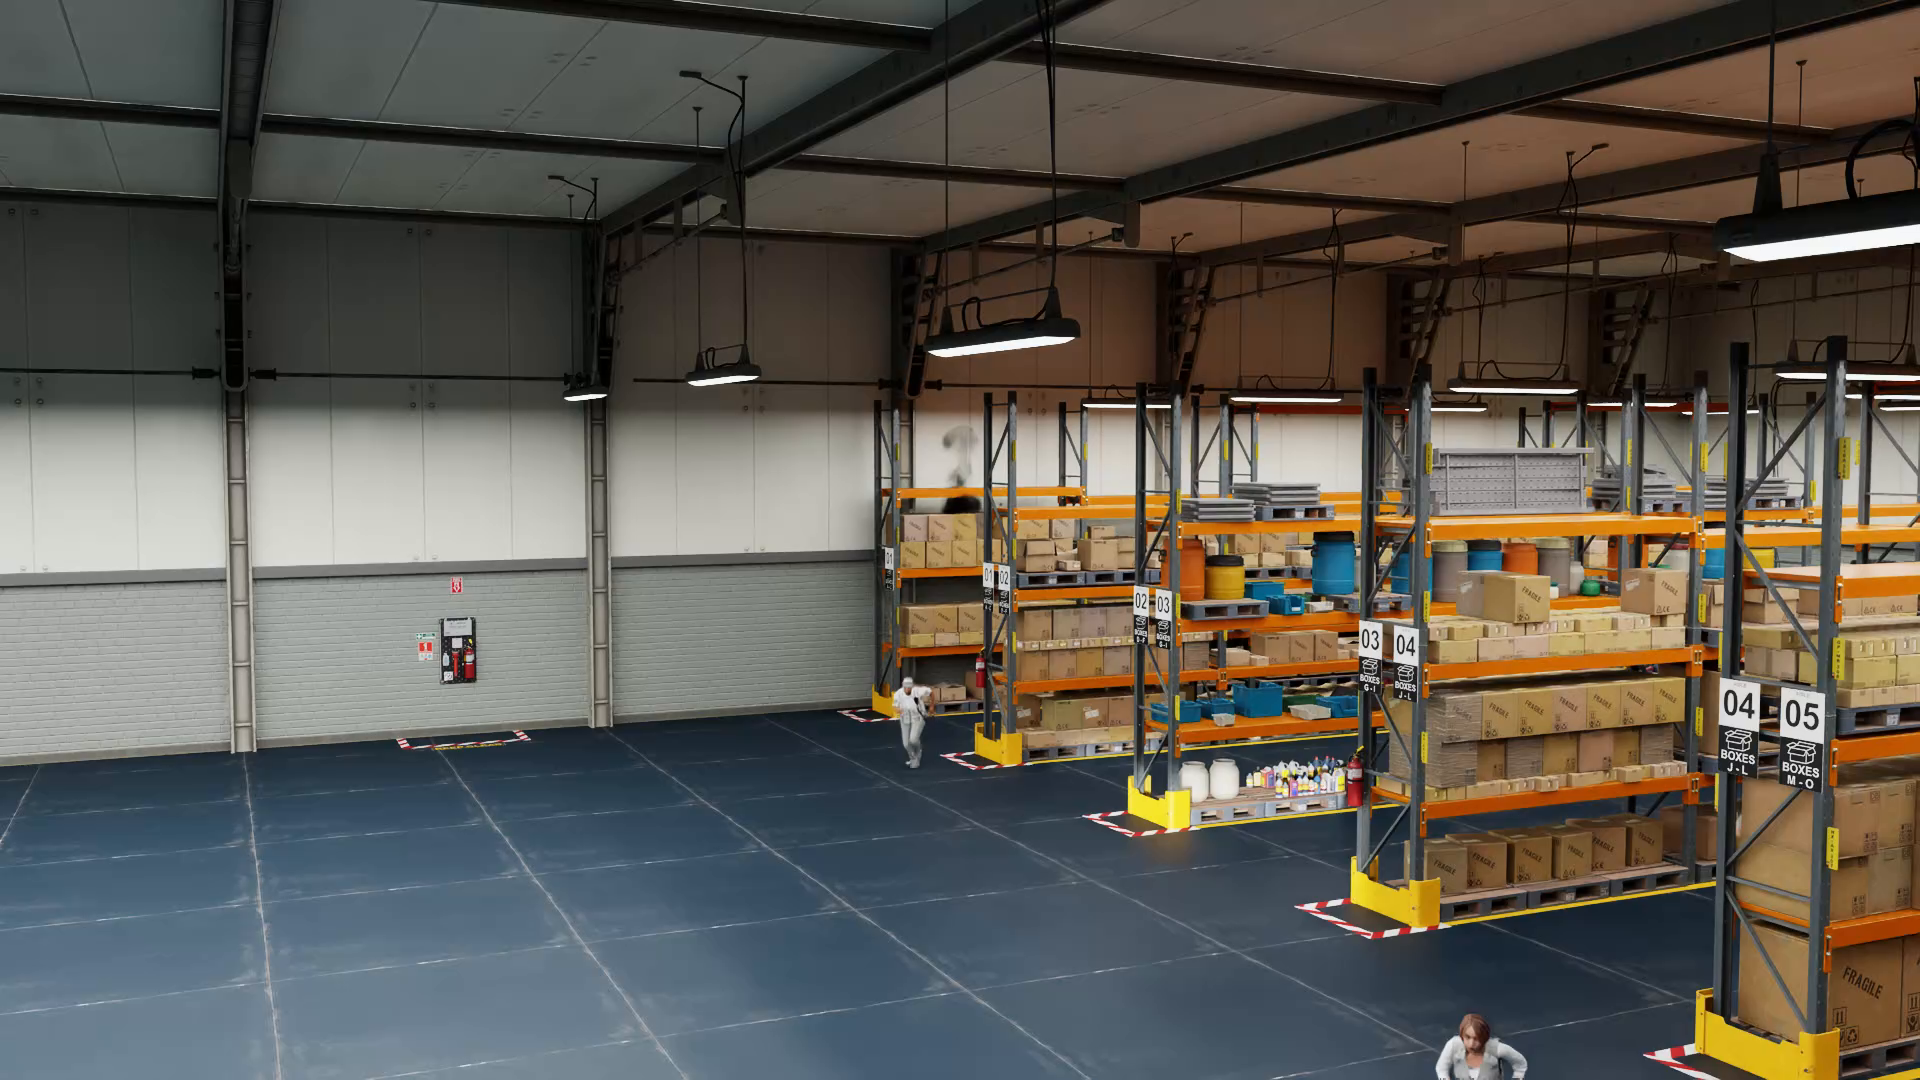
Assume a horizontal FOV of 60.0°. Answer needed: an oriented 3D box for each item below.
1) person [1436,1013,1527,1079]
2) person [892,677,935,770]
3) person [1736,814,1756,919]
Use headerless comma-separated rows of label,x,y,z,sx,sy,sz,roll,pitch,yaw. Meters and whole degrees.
person,3.437,3.781,10.960,0.569,1.547,0.912,1,4,22
person,-0.726,2.879,26.200,0.634,1.519,0.887,1,3,11
person,8.213,3.321,17.023,0.893,1.655,0.582,-3,5,-45
